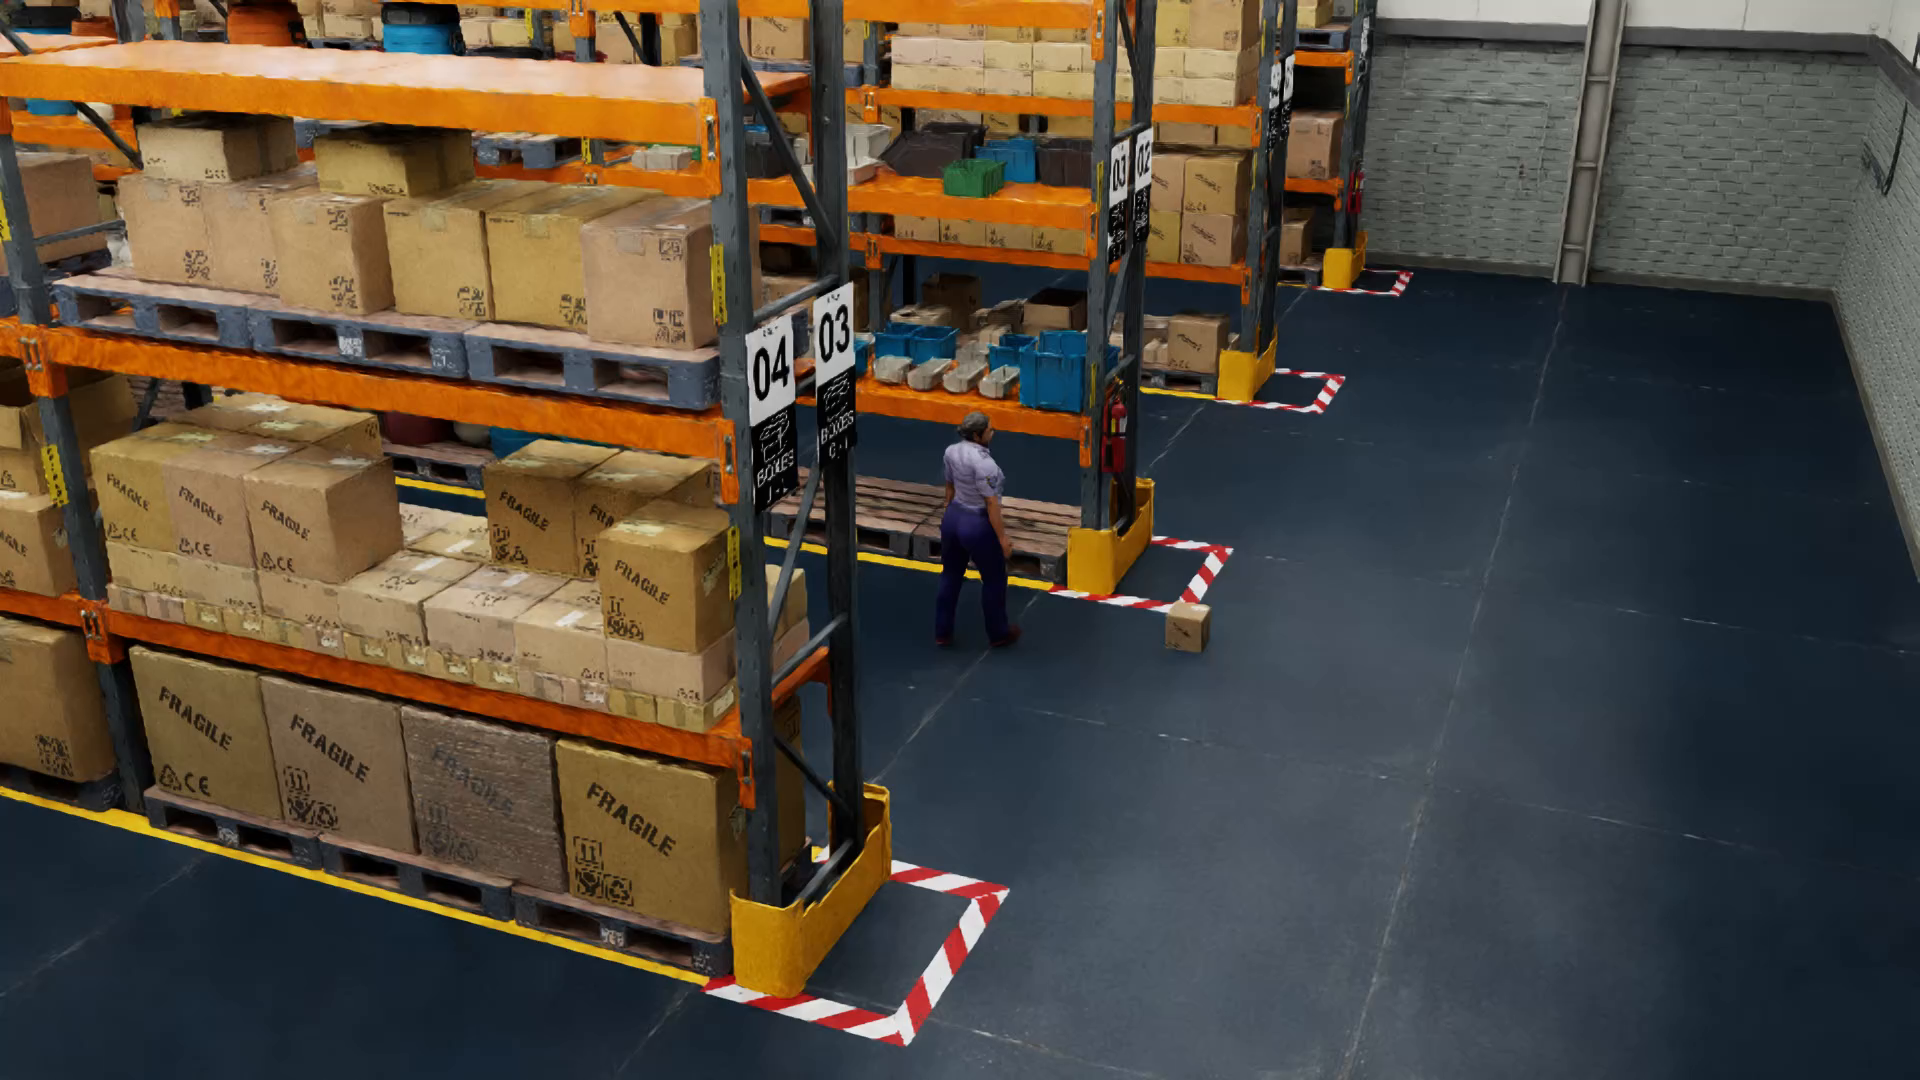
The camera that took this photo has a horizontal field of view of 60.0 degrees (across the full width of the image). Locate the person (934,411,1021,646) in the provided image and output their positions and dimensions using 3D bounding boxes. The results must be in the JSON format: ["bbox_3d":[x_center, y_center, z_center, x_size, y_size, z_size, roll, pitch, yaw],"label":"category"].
[{"bbox_3d":[0.132,-0.078,11.060,0.557,1.643,0.599,-21,30,-41],"label":"person"}]
